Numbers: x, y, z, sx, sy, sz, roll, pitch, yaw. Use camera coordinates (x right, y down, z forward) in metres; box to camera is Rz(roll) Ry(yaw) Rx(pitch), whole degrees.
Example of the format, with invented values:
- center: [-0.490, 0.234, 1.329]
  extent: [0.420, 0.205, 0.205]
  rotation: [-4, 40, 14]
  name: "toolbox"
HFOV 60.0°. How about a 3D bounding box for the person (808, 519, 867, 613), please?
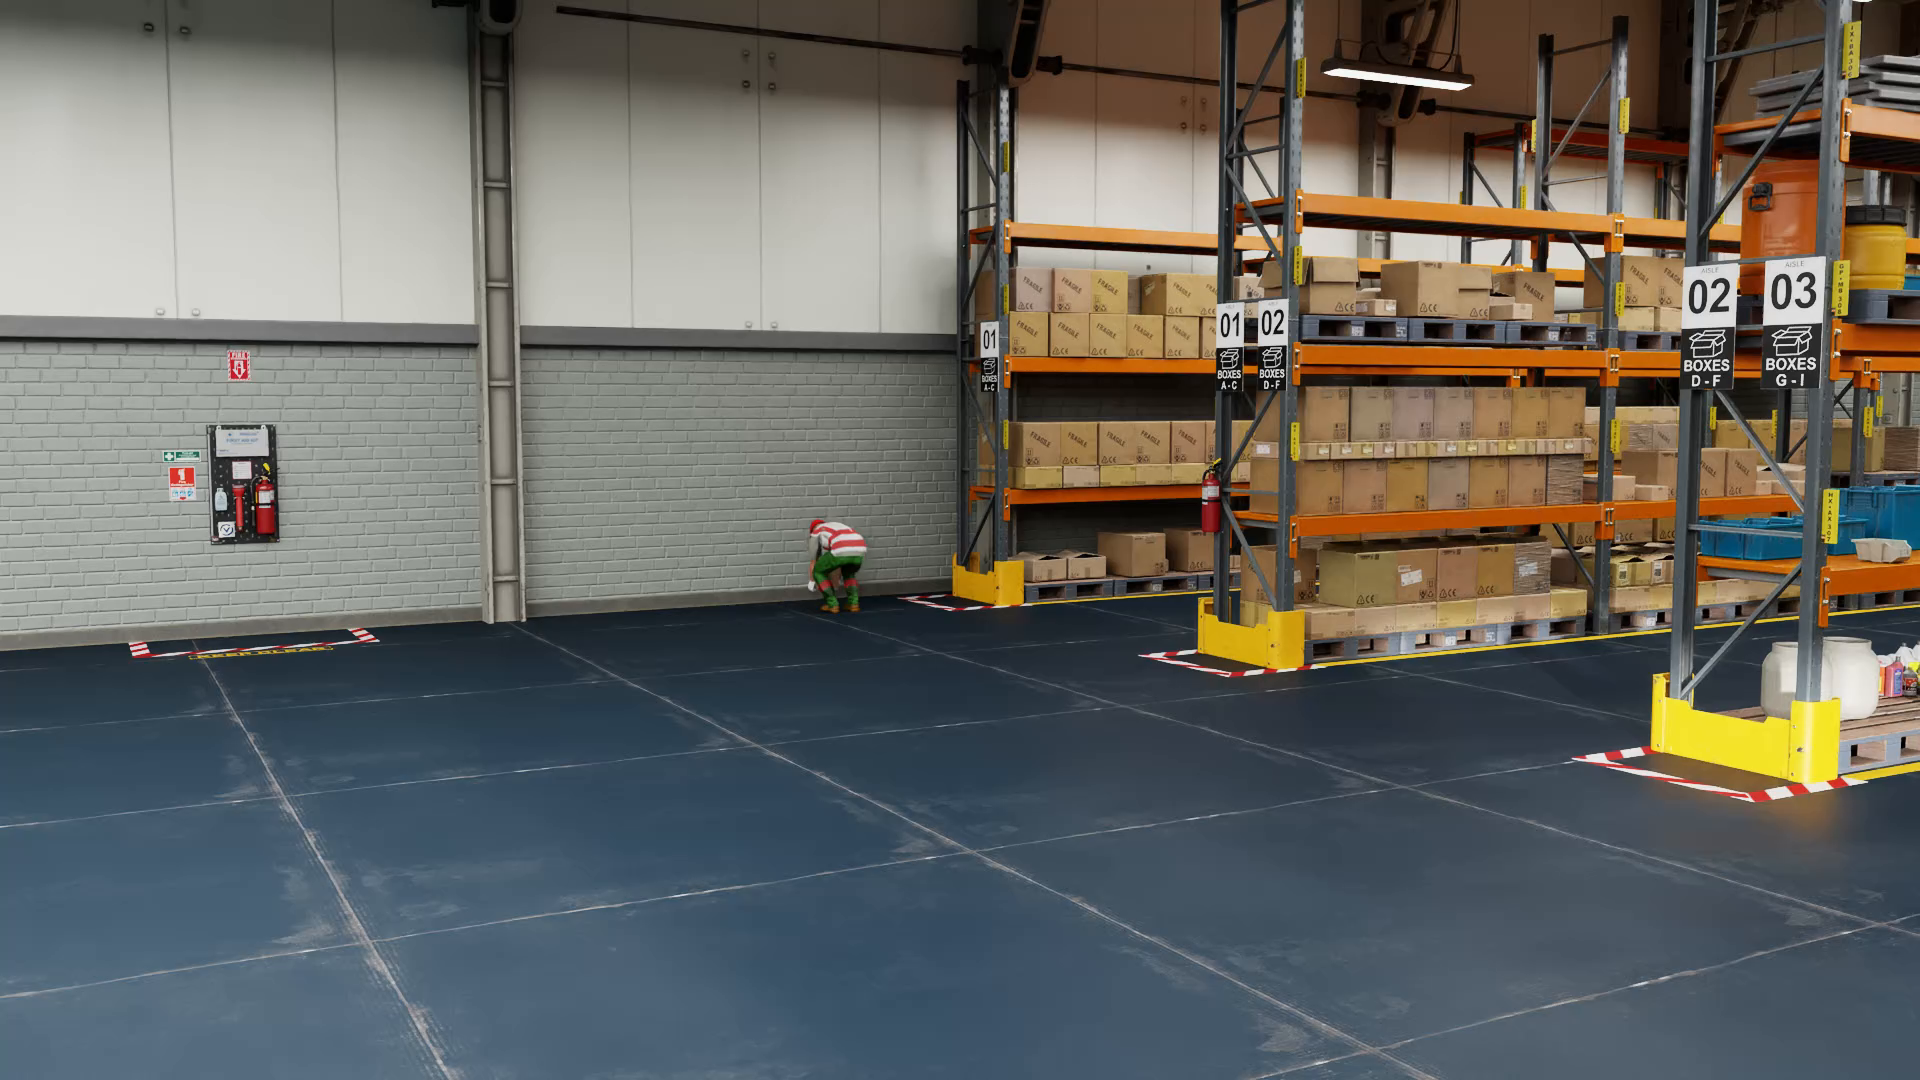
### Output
- center: [-1.392, 0.283, 18.430]
  extent: [0.536, 0.988, 0.950]
  rotation: [-3, 6, -31]
  name: "person"
